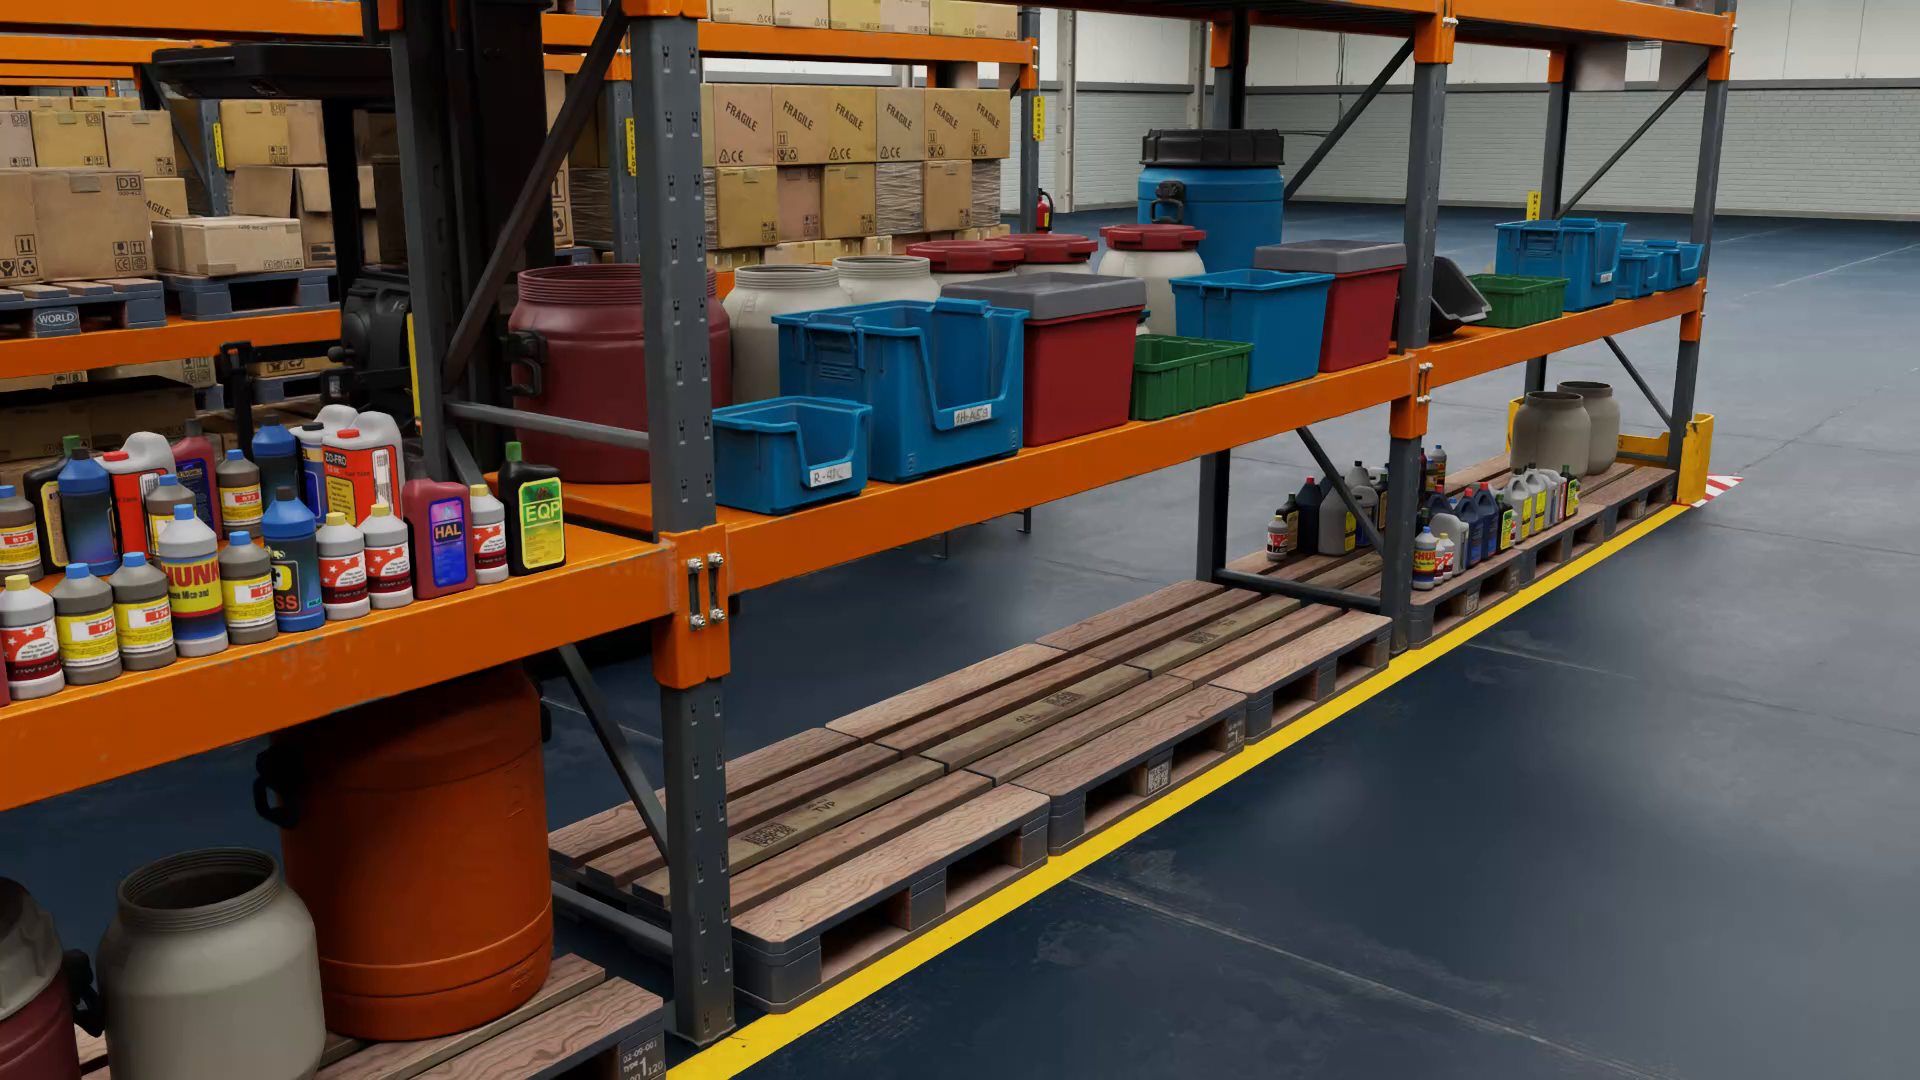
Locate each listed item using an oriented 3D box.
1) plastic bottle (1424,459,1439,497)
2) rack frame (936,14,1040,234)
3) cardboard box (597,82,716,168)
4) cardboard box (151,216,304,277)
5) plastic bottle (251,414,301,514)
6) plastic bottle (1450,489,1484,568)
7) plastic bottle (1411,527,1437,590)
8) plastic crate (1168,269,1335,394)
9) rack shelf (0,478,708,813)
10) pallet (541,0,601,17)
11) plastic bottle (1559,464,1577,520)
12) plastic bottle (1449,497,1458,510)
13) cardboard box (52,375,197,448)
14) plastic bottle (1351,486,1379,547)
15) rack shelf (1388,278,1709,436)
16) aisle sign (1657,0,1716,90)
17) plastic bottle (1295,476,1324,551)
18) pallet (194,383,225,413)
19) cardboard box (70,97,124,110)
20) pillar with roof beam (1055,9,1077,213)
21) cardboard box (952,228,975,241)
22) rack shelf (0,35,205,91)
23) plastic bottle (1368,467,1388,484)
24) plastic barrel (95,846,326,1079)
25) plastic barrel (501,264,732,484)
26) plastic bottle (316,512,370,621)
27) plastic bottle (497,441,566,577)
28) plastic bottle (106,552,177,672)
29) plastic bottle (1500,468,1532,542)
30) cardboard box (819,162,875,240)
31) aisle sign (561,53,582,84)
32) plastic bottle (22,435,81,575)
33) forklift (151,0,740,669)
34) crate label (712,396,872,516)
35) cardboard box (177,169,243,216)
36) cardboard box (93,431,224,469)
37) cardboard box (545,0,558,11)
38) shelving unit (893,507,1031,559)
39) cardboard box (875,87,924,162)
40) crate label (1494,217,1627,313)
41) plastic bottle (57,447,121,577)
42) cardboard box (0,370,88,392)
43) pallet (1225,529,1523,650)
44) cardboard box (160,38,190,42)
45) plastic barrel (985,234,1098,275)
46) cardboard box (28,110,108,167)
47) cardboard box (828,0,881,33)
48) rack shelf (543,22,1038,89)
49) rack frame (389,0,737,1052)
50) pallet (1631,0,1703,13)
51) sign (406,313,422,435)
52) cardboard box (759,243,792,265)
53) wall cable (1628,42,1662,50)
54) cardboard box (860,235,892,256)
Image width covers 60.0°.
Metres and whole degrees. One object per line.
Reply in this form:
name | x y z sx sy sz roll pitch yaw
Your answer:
plastic bottle | 2.586 -0.344 9.175 0.097 0.201 0.097 0 14 0
rack frame | 0.181 -2.572 13.157 1.000 3.000 0.127 11 18 38
cardboard box | -1.853 -2.530 10.154 0.500 0.500 0.500 11 18 38
cardboard box | -3.615 -1.457 8.216 0.500 0.250 0.500 11 18 36
plastic bottle | -1.612 -0.161 3.925 0.097 0.271 0.097 0 14 0
plastic bottle | 2.349 -0.060 7.752 0.144 0.351 0.185 12 18 39
plastic bottle | 2.061 0.076 7.379 0.097 0.271 0.097 0 14 0
plastic crate | 1.068 -0.773 6.105 0.392 0.384 0.575 11 18 38
rack shelf | -2.252 0.458 2.690 1.077 0.370 4.000 11 18 38
pallet | -2.804 -3.067 9.395 1.213 0.211 1.003 11 18 38
plastic bottle | 3.161 -0.258 8.669 0.061 0.283 0.133 12 18 39
plastic bottle | 2.347 -0.068 7.945 0.097 0.271 0.097 0 14 0
cardboard box | -4.124 -0.642 8.217 0.500 0.250 0.500 -14 20 -43
plastic bottle | 1.952 -0.120 8.140 0.152 0.276 0.135 11 18 38
rack shelf | 2.776 -1.074 8.720 1.077 0.370 4.000 11 18 38
aisle sign | 4.310 -3.034 9.693 0.394 0.787 0.004 11 18 38
plastic bottle | 1.700 -0.137 8.057 0.144 0.351 0.185 11 18 36
pallet | -6.554 -1.082 12.955 1.003 0.211 1.213 11 18 38
cardboard box | -8.921 -4.254 16.939 0.700 0.500 0.500 11 18 36
pillar with roof beam | 5.904 -11.717 36.970 9.100 9.000 0.400 11 18 38
cardboard box | -0.112 -2.260 12.439 0.380 0.149 0.250 11 18 38
rack shelf | -7.384 -3.315 11.450 1.077 0.370 4.000 11 18 38
plastic bottle | 2.129 -0.230 8.575 0.152 0.276 0.135 12 18 39
plastic barrel | -1.574 0.947 3.504 0.421 0.512 0.421 0 14 0
plastic barrel | -0.939 -0.476 4.626 0.600 0.536 0.708 11 18 38
plastic bottle | -1.210 0.048 3.245 0.097 0.201 0.097 0 14 0
plastic bottle | -0.917 -0.074 3.558 0.061 0.283 0.133 11 18 38
plastic bottle | -1.455 0.123 2.952 0.097 0.201 0.097 0 14 0
plastic bottle | 2.735 -0.177 8.215 0.144 0.351 0.185 11 18 37
cardboard box | -1.078 -2.367 11.539 0.875 0.500 0.500 11 18 38
aisle sign | -3.802 -4.679 16.170 0.394 0.787 0.004 11 18 38
plastic bottle | -1.929 -0.077 3.572 0.061 0.283 0.133 11 18 38
forklift | -2.420 -0.864 6.570 3.031 2.935 1.130 -13 19 -41
crate label | -0.438 -0.215 4.219 0.303 0.233 0.416 11 18 38
cardboard box | -5.905 -2.738 13.506 0.875 0.550 0.550 11 18 38
cardboard box | -4.103 -0.282 8.323 0.700 0.500 0.500 9 17 33
cardboard box | -2.250 -3.315 10.293 0.500 0.250 0.500 12 19 40
shelving unit | 0.004 -0.728 8.943 0.431 1.500 0.755 11 18 38
cardboard box | -0.599 -2.914 11.664 0.500 0.500 0.500 11 18 38
crate label | 3.087 -1.429 8.583 0.502 0.435 0.616 11 18 38
plastic bottle | -1.856 -0.063 3.539 0.097 0.271 0.097 0 14 0
cardboard box | -7.057 -1.389 12.217 1.050 0.750 0.750 11 18 38
pallet | 1.974 0.189 7.948 1.003 0.211 1.213 11 18 38
cardboard box | -8.279 -5.295 17.484 0.500 0.250 0.500 12 18 39
plastic barrel | 0.286 -0.816 5.967 0.433 0.535 0.433 0 14 0
cardboard box | -6.757 -2.932 12.337 0.700 0.500 0.500 11 18 37
cardboard box | -0.877 -3.532 11.146 0.500 0.250 0.500 11 18 37
rack shelf | -1.076 -3.295 11.368 1.077 0.370 4.000 11 18 38
rack frame | -0.995 -0.274 4.109 1.000 3.000 0.127 11 18 38
pallet | 3.437 -3.025 9.229 1.003 0.211 1.213 11 18 38
sign | -1.427 -0.437 4.418 0.100 0.325 0.005 11 18 38
cardboard box | -1.322 -1.868 10.895 0.380 0.149 0.250 11 18 38
wall cable | 16.581 -14.068 39.317 2.305 6.003 0.169 11 18 38
cardboard box | -0.699 -2.061 11.652 0.380 0.149 0.250 11 18 38
